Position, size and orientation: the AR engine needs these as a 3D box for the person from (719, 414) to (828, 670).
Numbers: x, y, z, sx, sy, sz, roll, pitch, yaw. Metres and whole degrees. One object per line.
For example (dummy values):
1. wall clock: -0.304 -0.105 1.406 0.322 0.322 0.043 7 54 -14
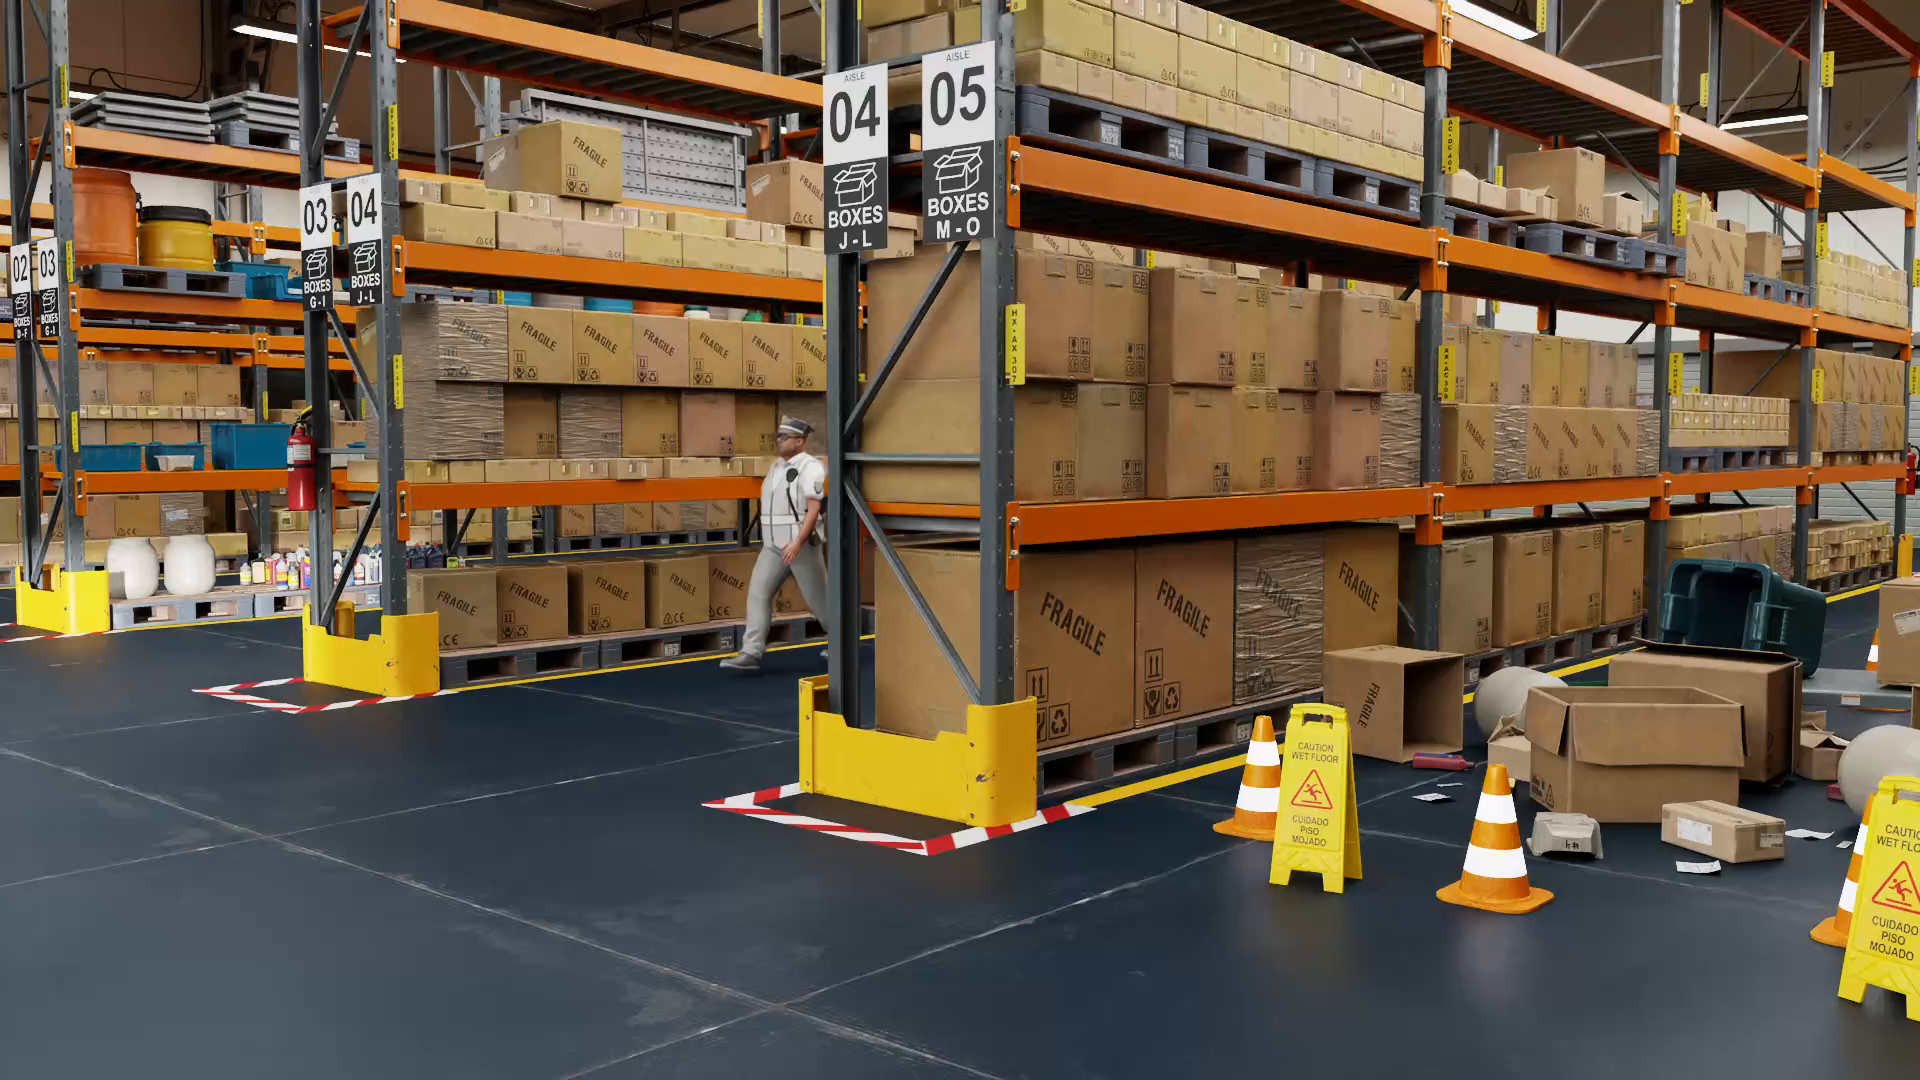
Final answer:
1. person: -1.153 0.015 11.244 0.538 1.713 1.075 3 4 38
